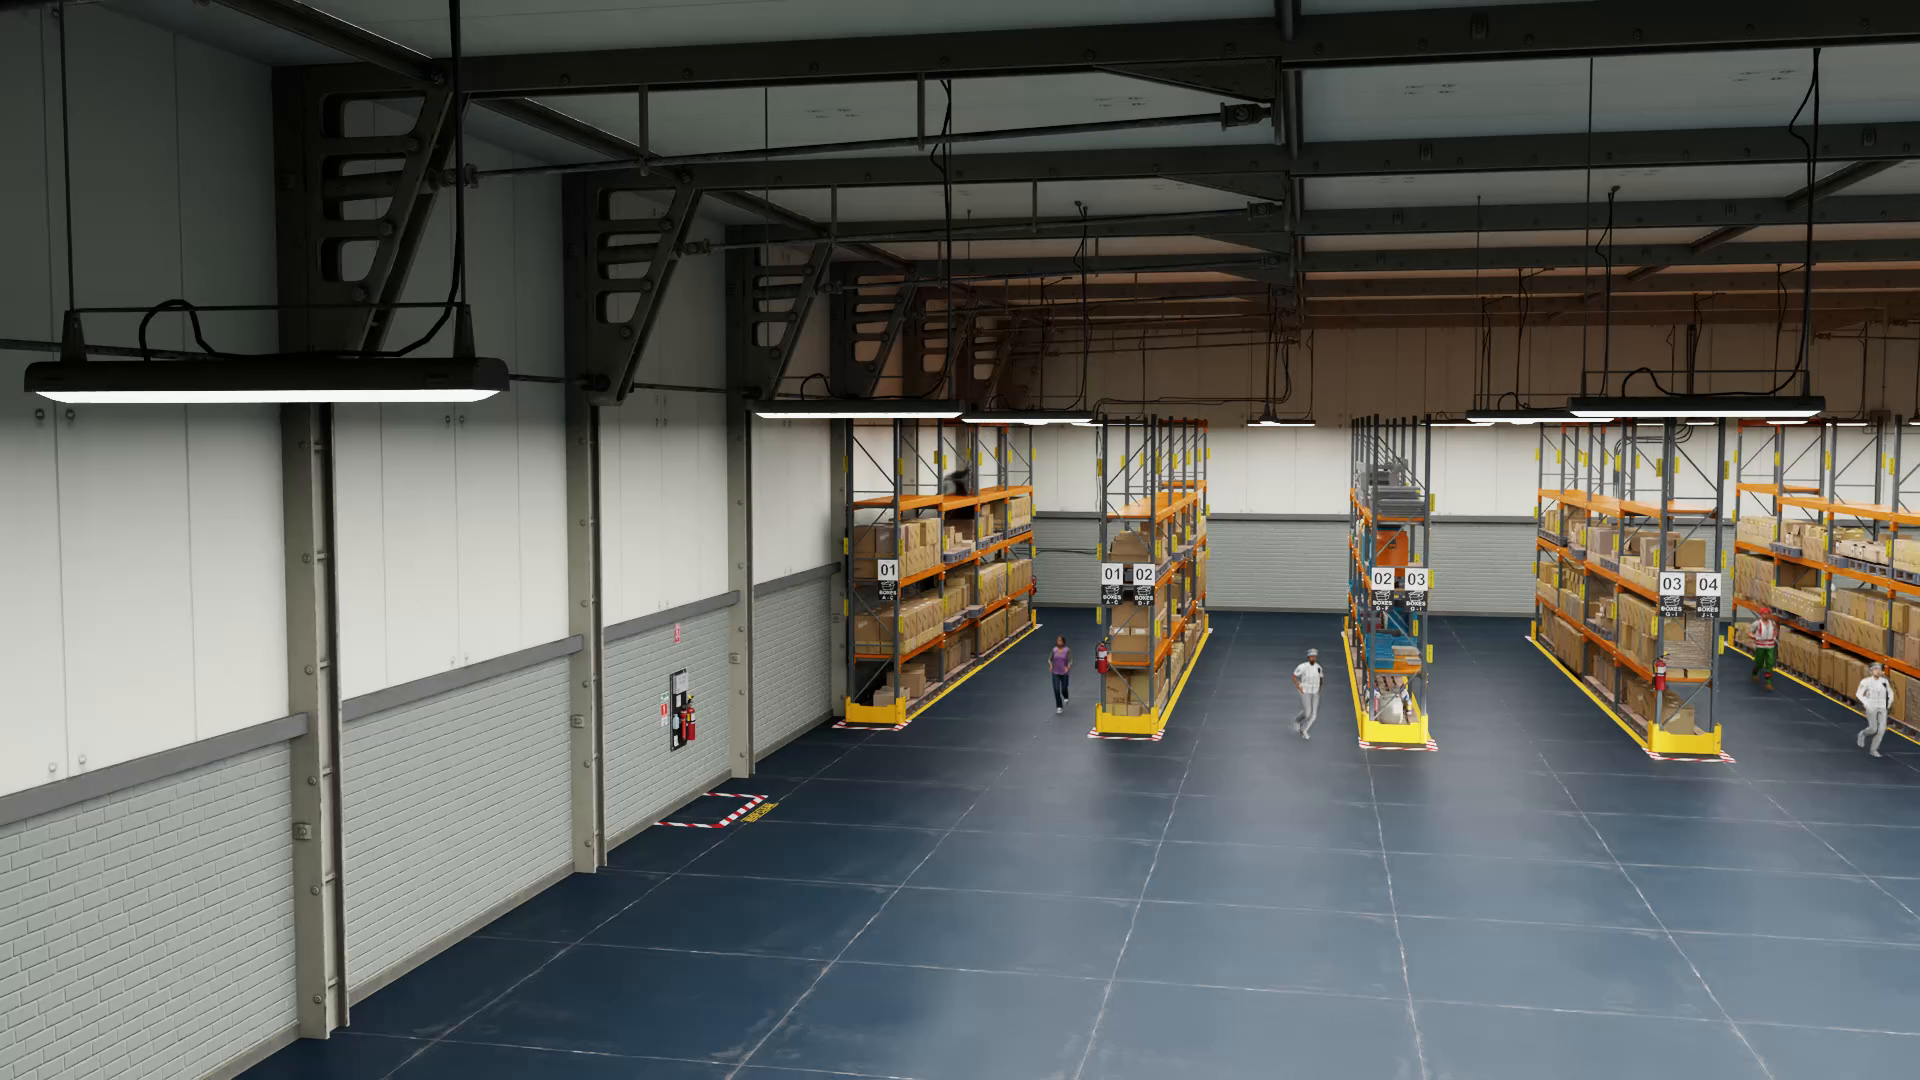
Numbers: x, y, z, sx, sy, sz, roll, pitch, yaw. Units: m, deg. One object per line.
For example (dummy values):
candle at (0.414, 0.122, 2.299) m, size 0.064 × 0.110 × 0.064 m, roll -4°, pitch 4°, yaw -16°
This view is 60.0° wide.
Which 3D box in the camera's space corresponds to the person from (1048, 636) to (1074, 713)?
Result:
person at (2.020, 2.706, 33.647) m, size 0.508 × 1.547 × 0.559 m, roll 1°, pitch 4°, yaw 13°

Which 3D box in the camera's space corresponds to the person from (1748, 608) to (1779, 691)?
person at (17.722, 2.378, 36.644) m, size 0.658 × 1.782 × 0.977 m, roll 0°, pitch 4°, yaw 7°

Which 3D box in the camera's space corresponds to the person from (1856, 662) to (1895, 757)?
person at (16.154, 2.966, 29.263) m, size 0.633 × 1.641 × 0.583 m, roll 1°, pitch 4°, yaw 8°

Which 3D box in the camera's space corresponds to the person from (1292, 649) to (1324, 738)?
person at (6.506, 2.845, 30.925) m, size 0.610 × 1.664 × 0.509 m, roll -1°, pitch 4°, yaw -14°

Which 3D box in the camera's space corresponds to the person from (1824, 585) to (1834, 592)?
person at (22.328, 2.012, 42.708) m, size 0.667 × 1.769 × 0.801 m, roll 1°, pitch 4°, yaw 9°
